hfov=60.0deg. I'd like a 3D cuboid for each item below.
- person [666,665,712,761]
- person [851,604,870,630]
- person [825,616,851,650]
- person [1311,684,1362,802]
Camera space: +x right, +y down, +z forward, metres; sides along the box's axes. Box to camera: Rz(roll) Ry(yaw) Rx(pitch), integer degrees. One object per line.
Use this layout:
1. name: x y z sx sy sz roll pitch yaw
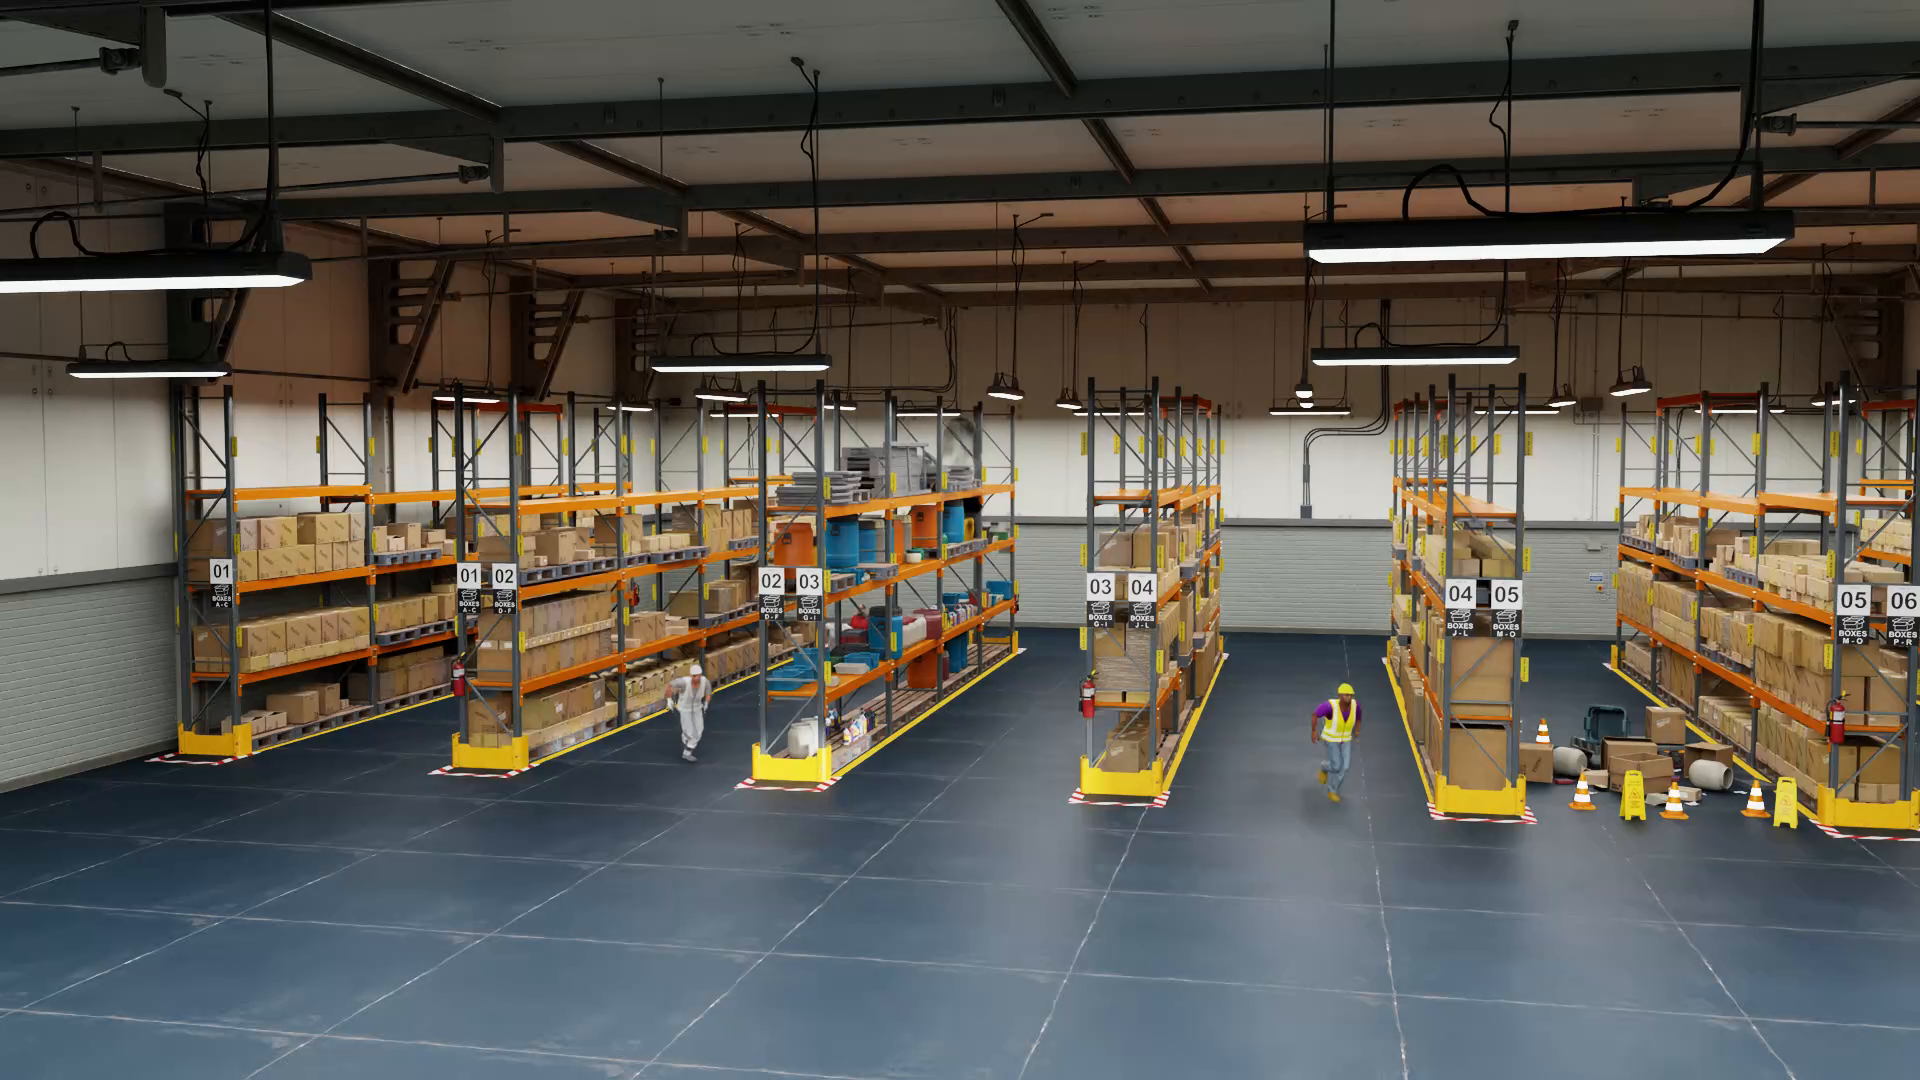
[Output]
1. person: -4.285 2.739 26.324 0.693 1.590 0.828 -2 4 -25
2. person: -2.087 2.198 35.030 0.645 1.691 0.608 1 3 20
3. person: -2.507 2.314 34.461 0.648 1.627 1.037 0 3 4
4. person: 5.346 2.856 23.581 0.693 1.689 0.773 -1 3 -19
